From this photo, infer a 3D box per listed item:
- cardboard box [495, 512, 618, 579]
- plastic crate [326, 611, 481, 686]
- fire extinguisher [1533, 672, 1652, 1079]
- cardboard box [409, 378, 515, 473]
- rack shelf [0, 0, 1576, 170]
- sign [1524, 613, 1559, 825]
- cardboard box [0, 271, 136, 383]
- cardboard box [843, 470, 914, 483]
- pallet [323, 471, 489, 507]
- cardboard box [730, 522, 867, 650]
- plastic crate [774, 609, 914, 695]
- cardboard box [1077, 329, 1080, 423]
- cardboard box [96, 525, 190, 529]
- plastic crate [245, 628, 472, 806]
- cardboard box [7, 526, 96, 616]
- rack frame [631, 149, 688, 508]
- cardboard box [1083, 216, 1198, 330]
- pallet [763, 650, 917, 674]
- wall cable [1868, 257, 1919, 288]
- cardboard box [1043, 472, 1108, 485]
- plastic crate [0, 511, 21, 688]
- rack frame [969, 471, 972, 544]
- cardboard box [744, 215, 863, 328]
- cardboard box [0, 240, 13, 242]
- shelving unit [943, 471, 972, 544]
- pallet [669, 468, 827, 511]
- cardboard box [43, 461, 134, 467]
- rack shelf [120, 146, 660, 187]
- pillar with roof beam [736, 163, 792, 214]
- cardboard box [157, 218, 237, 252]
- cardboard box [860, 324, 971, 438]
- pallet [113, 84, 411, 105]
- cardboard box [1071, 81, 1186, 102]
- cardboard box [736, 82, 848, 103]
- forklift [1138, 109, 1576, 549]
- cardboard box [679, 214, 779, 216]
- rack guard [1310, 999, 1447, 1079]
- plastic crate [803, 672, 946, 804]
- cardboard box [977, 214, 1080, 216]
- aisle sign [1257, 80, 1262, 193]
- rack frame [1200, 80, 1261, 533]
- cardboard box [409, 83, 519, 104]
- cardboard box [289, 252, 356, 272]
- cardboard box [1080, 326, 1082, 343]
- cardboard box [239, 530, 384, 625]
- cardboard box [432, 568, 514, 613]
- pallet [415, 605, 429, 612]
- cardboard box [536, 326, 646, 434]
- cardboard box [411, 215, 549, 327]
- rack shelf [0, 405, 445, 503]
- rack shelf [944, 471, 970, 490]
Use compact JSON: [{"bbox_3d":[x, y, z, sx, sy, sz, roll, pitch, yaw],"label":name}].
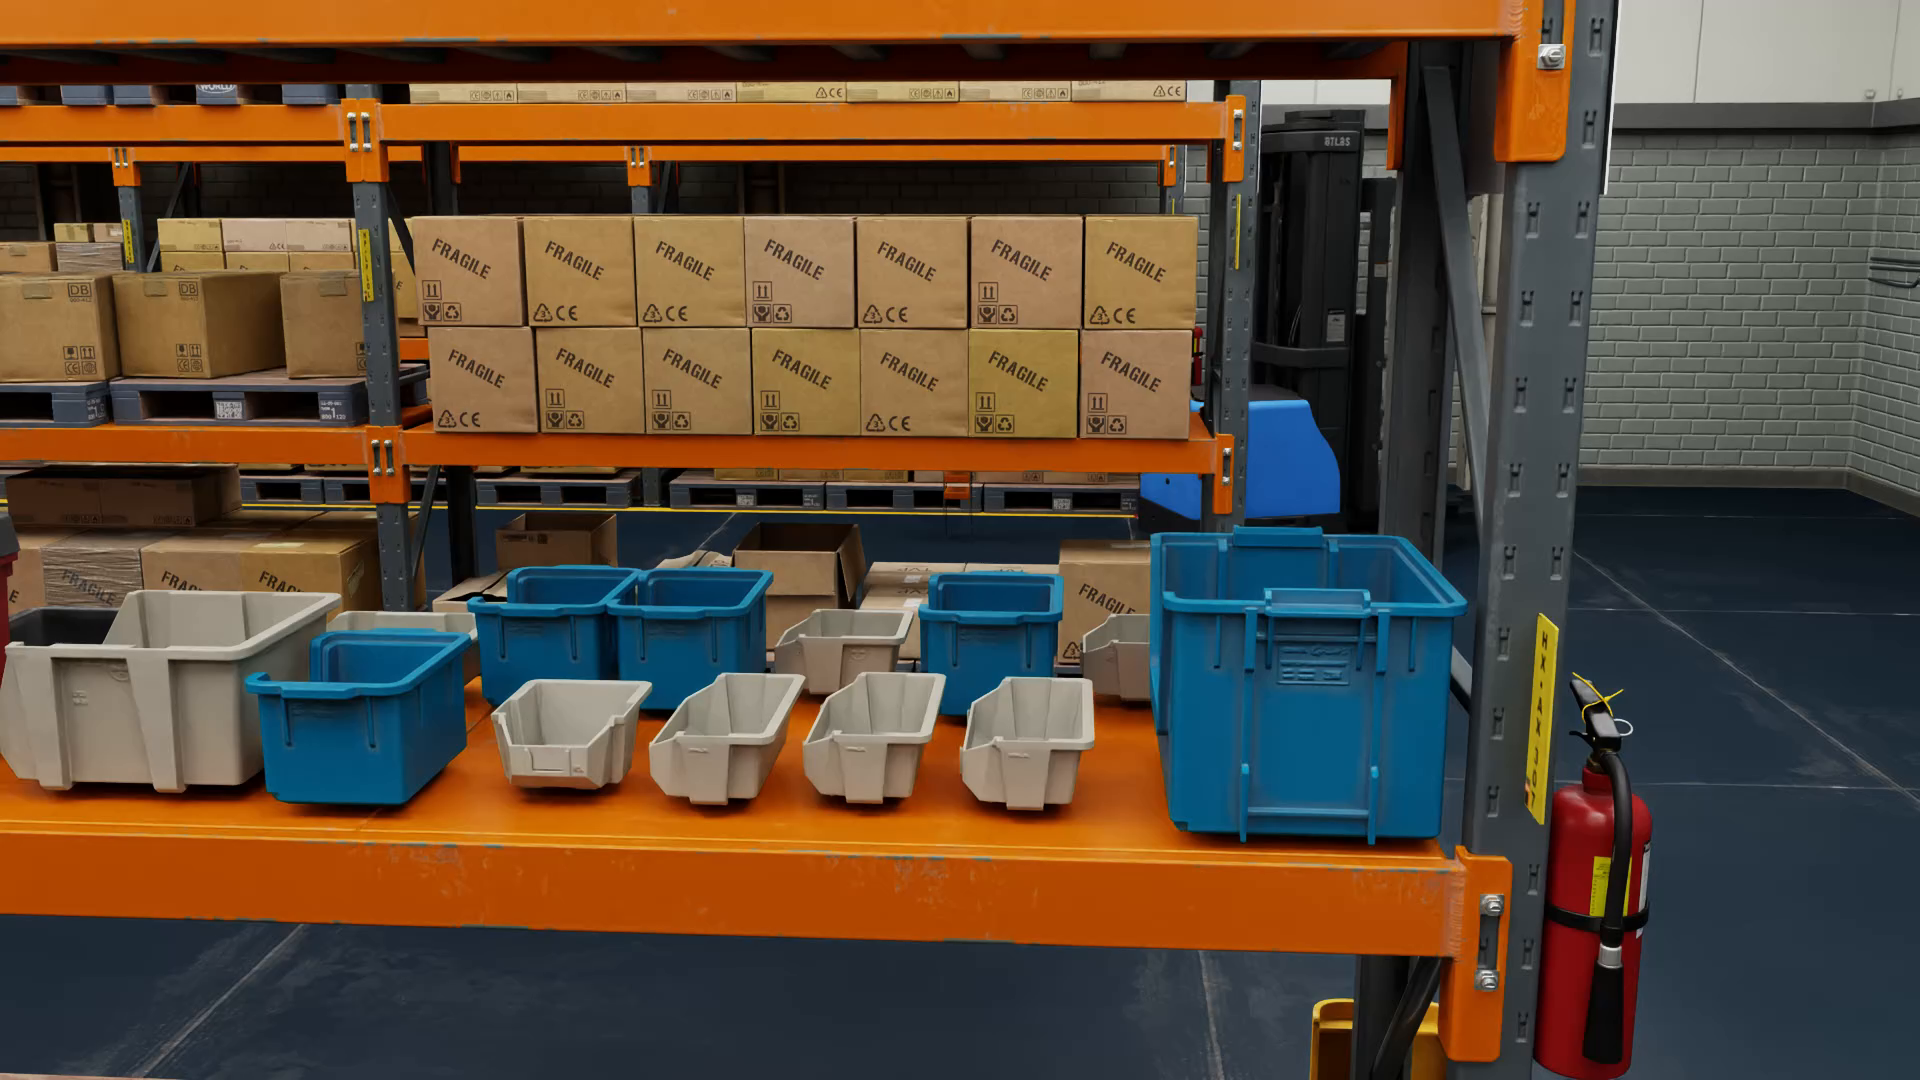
[{"bbox_3d":[-2.115,0.146,8.776,0.500,0.500,0.500,1,12,4],"label":"cardboard box"},{"bbox_3d":[-1.280,0.262,3.689,0.466,0.136,0.293,1,12,4],"label":"plastic crate"},{"bbox_3d":[1.074,0.570,2.819,0.183,0.674,0.296,1,12,4],"label":"fire extinguisher"},{"bbox_3d":[-3.919,-0.972,13.311,0.750,0.750,0.750,1,12,5],"label":"cardboard box"},{"bbox_3d":[-1.042,-0.889,3.124,4.000,0.370,1.077,1,12,4],"label":"rack shelf"},{"bbox_3d":[0.933,0.287,2.671,0.005,0.325,0.100,1,12,4],"label":"sign"},{"bbox_3d":[-4.469,-1.078,8.327,0.500,0.500,0.700,-2,12,-11],"label":"cardboard box"},{"bbox_3d":[-0.623,-0.760,13.156,0.500,0.500,0.700,1,12,5],"label":"cardboard box"},{"bbox_3d":[-4.371,-0.471,13.503,1.213,0.211,1.003,1,12,4],"label":"pallet"},{"bbox_3d":[-0.828,0.219,8.418,0.637,0.503,0.797,1,12,4],"label":"cardboard box"},{"bbox_3d":[-0.262,0.253,3.731,0.298,0.136,0.250,1,12,4],"label":"plastic crate"},{"bbox_3d":[0.348,-0.872,8.369,0.500,0.500,0.500,1,12,3],"label":"cardboard box"},{"bbox_3d":[-4.200,0.126,8.870,0.500,0.500,0.500,1,12,4],"label":"cardboard box"},{"bbox_3d":[-1.112,0.331,3.121,0.300,0.233,0.416,1,12,4],"label":"plastic crate"},{"bbox_3d":[-4.715,0.226,8.393,0.500,0.500,0.500,0,12,2],"label":"cardboard box"},{"bbox_3d":[-2.375,-1.824,13.163,0.127,3.000,1.000,1,12,4],"label":"rack frame"},{"bbox_3d":[0.826,-1.246,7.712,0.500,0.500,0.500,1,12,3],"label":"cardboard box"},{"bbox_3d":[-0.797,0.578,8.488,1.213,0.211,1.003,1,12,4],"label":"pallet"},{"bbox_3d":[7.235,-3.036,11.887,0.112,2.526,3.097,1,12,4],"label":"wall cable"},{"bbox_3d":[0.911,-0.741,13.063,0.500,0.500,0.700,1,12,4],"label":"cardboard box"},{"bbox_3d":[-2.163,0.202,3.172,0.583,0.464,0.402,1,12,4],"label":"plastic crate"},{"bbox_3d":[0.077,-0.586,11.640,0.006,1.200,0.240,1,12,4],"label":"rack frame"},{"bbox_3d":[-0.708,-1.266,7.807,0.500,0.500,0.500,1,12,6],"label":"cardboard box"},{"bbox_3d":[-8.080,-2.160,13.451,0.500,0.500,0.700,1,12,4],"label":"cardboard box"},{"bbox_3d":[-0.014,-0.587,11.646,0.189,1.200,0.258,1,12,4],"label":"shelving unit"},{"bbox_3d":[-1.622,-0.433,13.323,1.213,0.211,1.003,1,12,4],"label":"pallet"},{"bbox_3d":[-7.088,-0.870,13.632,0.500,0.500,0.700,1,12,5],"label":"cardboard box"},{"bbox_3d":[-4.371,-2.968,13.061,4.000,0.370,1.077,1,12,4],"label":"rack shelf"},{"bbox_3d":[-1.907,-4.048,9.144,0.400,9.000,9.100,1,12,4],"label":"pillar with roof beam"},{"bbox_3d":[-5.902,-2.391,13.022,0.500,0.250,0.500,1,12,5],"label":"cardboard box"},{"bbox_3d":[-0.192,-0.771,7.885,0.500,0.500,0.500,1,12,4],"label":"cardboard box"},{"bbox_3d":[-3.348,-2.212,8.149,1.003,0.211,1.213,1,12,4],"label":"pallet"},{"bbox_3d":[0.758,-2.106,7.548,0.500,0.250,0.500,1,12,4],"label":"cardboard box"},{"bbox_3d":[-0.737,-2.129,7.660,0.500,0.250,0.500,1,12,4],"label":"cardboard box"},{"bbox_3d":[2.835,-1.438,11.484,3.031,2.935,1.130,-3,12,-15],"label":"forklift"},{"bbox_3d":[-1.166,-1.383,8.368,0.500,0.500,0.500,1,12,4],"label":"cardboard box"},{"bbox_3d":[0.979,1.475,3.493,0.348,0.500,1.175,1,12,4],"label":"rack guard"},{"bbox_3d":[-0.160,0.373,3.157,0.243,0.136,0.396,1,12,4],"label":"plastic crate"},{"bbox_3d":[0.341,-1.361,8.264,0.500,0.500,0.500,1,12,4],"label":"cardboard box"},{"bbox_3d":[1.336,-1.967,7.494,0.004,0.787,0.394,1,12,4],"label":"aisle sign"},{"bbox_3d":[1.289,-0.758,8.064,0.127,3.000,1.000,1,12,4],"label":"rack frame"},{"bbox_3d":[-2.234,-2.150,7.760,0.500,0.250,0.500,1,12,4],"label":"cardboard box"},{"bbox_3d":[-4.882,-2.008,13.024,0.500,0.500,0.500,1,12,4],"label":"cardboard box"},{"bbox_3d":[1.106,-1.921,12.895,0.700,0.700,0.980,1,12,6],"label":"cardboard box"},{"bbox_3d":[-3.214,0.248,8.289,0.500,0.500,0.500,1,12,3],"label":"cardboard box"},{"bbox_3d":[-2.298,0.338,8.317,0.500,0.311,0.500,1,12,4],"label":"cardboard box"},{"bbox_3d":[-3.517,0.549,8.627,1.213,0.211,1.003,1,12,4],"label":"pallet"},{"bbox_3d":[-1.701,-0.792,7.985,0.500,0.500,0.500,1,12,5],"label":"cardboard box"},{"bbox_3d":[-2.251,-1.287,7.907,0.500,0.500,0.500,1,12,5],"label":"cardboard box"},{"bbox_3d":[-4.698,-0.488,8.530,4.000,0.370,1.077,1,12,4],"label":"rack shelf"},{"bbox_3d":[-0.014,-0.427,11.680,0.180,0.103,0.258,1,12,4],"label":"rack shelf"}]
